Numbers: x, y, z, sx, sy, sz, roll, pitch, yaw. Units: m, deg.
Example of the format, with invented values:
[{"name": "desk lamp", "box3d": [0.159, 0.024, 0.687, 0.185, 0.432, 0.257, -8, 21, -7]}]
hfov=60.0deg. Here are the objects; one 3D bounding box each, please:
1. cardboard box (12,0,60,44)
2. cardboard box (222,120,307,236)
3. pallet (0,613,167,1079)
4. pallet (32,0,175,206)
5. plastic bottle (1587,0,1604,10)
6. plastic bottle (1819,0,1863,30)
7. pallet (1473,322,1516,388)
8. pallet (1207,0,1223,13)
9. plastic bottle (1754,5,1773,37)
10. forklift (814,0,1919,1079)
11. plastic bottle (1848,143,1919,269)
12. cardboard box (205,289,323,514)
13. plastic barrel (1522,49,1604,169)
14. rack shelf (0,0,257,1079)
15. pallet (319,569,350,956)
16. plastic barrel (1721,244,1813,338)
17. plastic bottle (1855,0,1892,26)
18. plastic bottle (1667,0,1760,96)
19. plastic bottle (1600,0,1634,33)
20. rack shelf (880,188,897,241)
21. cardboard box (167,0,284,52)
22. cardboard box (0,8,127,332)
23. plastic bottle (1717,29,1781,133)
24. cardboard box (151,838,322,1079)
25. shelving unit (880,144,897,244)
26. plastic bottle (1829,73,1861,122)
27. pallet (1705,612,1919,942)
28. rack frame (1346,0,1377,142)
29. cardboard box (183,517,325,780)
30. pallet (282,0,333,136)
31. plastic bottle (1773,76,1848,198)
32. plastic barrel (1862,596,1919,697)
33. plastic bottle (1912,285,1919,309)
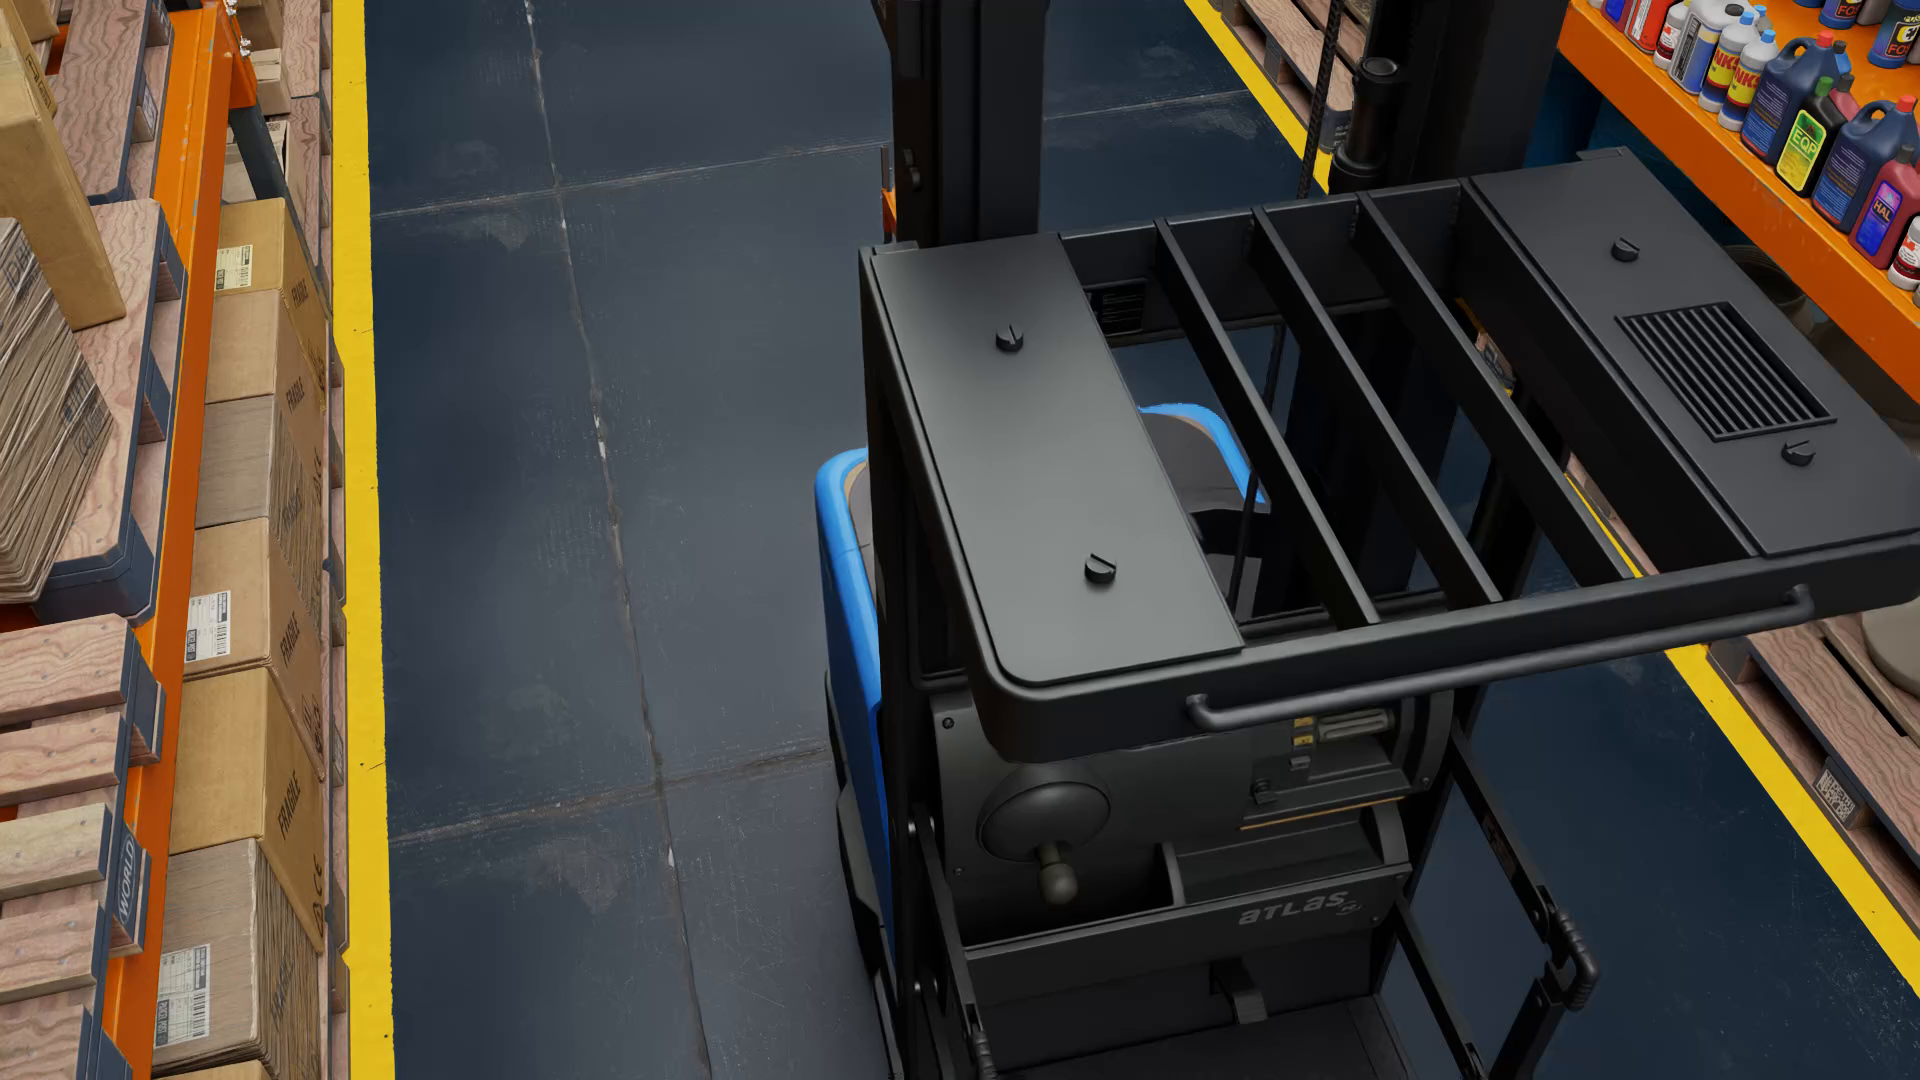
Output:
[{"name": "cardboard box", "box3d": [-2.839, -1.532, 4.287, 0.700, 0.500, 0.500, -26, 51, -23]}, {"name": "cardboard box", "box3d": [-2.642, -1.260, 5.959, 0.500, 0.311, 0.500, -11, 47, -10]}, {"name": "pallet", "box3d": [-1.961, 0.656, 2.641, 1.213, 0.211, 1.003, -11, 47, -10]}, {"name": "pallet", "box3d": [-2.645, -1.079, 4.341, 1.003, 0.211, 1.213, -11, 47, -10]}, {"name": "plastic bottle", "box3d": [1.943, -1.690, 4.945, 0.097, 0.201, 0.097, 0, 46, 0]}, {"name": "plastic bottle", "box3d": [2.600, -1.634, 4.841, 0.097, 0.271, 0.097, 0, 46, 0]}, {"name": "pallet", "box3d": [2.203, -1.104, 6.184, 1.003, 0.211, 1.213, -11, 47, -10]}, {"name": "pallet", "box3d": [1.504, -2.989, 8.032, 1.003, 0.211, 1.213, -11, 47, -10]}, {"name": "plastic bottle", "box3d": [2.208, -1.398, 4.659, 0.097, 0.201, 0.097, 0, 46, 0]}, {"name": "forklift", "box3d": [0.464, 0.471, 2.736, 1.130, 2.935, 3.031, -9, 46, -9]}, {"name": "plastic bottle", "box3d": [2.261, -0.809, 4.024, 0.061, 0.283, 0.133, -11, 47, -10]}, {"name": "cardboard box", "box3d": [-2.222, -0.366, 4.950, 0.500, 0.500, 0.500, -11, 47, -10]}, {"name": "plastic barrel", "box3d": [2.168, -1.654, 5.946, 0.600, 0.901, 0.708, -11, 47, -10]}, {"name": "rack shelf", "box3d": [-2.232, -0.085, 3.737, 1.077, 0.370, 4.000, -11, 47, -10]}, {"name": "pallet", "box3d": [-2.183, 0.657, 4.458, 1.003, 0.211, 1.213, -11, 47, -10]}, {"name": "plastic barrel", "box3d": [2.408, -0.623, 5.208, 0.421, 0.512, 0.421, 0, 46, 0]}, {"name": "plastic bottle", "box3d": [2.716, -1.671, 4.874, 0.152, 0.276, 0.135, -11, 47, -10]}, {"name": "plastic bottle", "box3d": [2.092, -1.389, 4.597, 0.152, 0.276, 0.135, -11, 47, -10]}, {"name": "plastic bottle", "box3d": [1.954, -1.635, 4.834, 0.061, 0.283, 0.133, -11, 47, -10]}, {"name": "rack shelf", "box3d": [-0.042, -0.809, 4.653, 0.258, 0.148, 0.480, -11, 47, -10]}, {"name": "cardboard box", "box3d": [-3.230, -2.294, 6.838, 0.797, 0.503, 0.637, -11, 47, -10]}, {"name": "cardboard box", "box3d": [-2.232, -0.691, 3.463, 0.700, 0.500, 0.500, -22, 50, -20]}, {"name": "plastic bottle", "box3d": [2.120, -1.235, 4.450, 0.097, 0.271, 0.097, 0, 46, 0]}, {"name": "cardboard box", "box3d": [-1.699, 1.038, 3.575, 0.500, 0.500, 0.500, -12, 47, -12]}, {"name": "shelving unit", "box3d": [-0.042, -0.534, 4.933, 0.258, 1.200, 0.503, -11, 47, -10]}, {"name": "plastic bottle", "box3d": [2.238, -1.039, 4.250, 0.061, 0.283, 0.133, -11, 47, -10]}, {"name": "pallet", "box3d": [2.828, 0.580, 4.534, 1.003, 0.211, 1.213, -11, 47, -10]}, {"name": "rack frame", "box3d": [2.046, -2.621, 5.718, 1.000, 3.000, 0.127, -11, 47, -10]}, {"name": "cardboard box", "box3d": [-1.961, 0.331, 4.267, 0.500, 0.500, 0.500, -12, 47, -12]}, {"name": "pallet", "box3d": [-3.234, -2.060, 7.121, 1.003, 0.211, 1.213, -11, 47, -10]}, {"name": "plastic bottle", "box3d": [2.180, -1.028, 4.239, 0.061, 0.283, 0.133, -11, 47, -10]}, {"name": "plastic barrel", "box3d": [2.697, 0.157, 4.444, 0.421, 0.512, 0.421, 0, 46, 0]}, {"name": "plastic bottle", "box3d": [2.333, -0.636, 3.913, 0.097, 0.201, 0.097, 0, 46, 0]}]
